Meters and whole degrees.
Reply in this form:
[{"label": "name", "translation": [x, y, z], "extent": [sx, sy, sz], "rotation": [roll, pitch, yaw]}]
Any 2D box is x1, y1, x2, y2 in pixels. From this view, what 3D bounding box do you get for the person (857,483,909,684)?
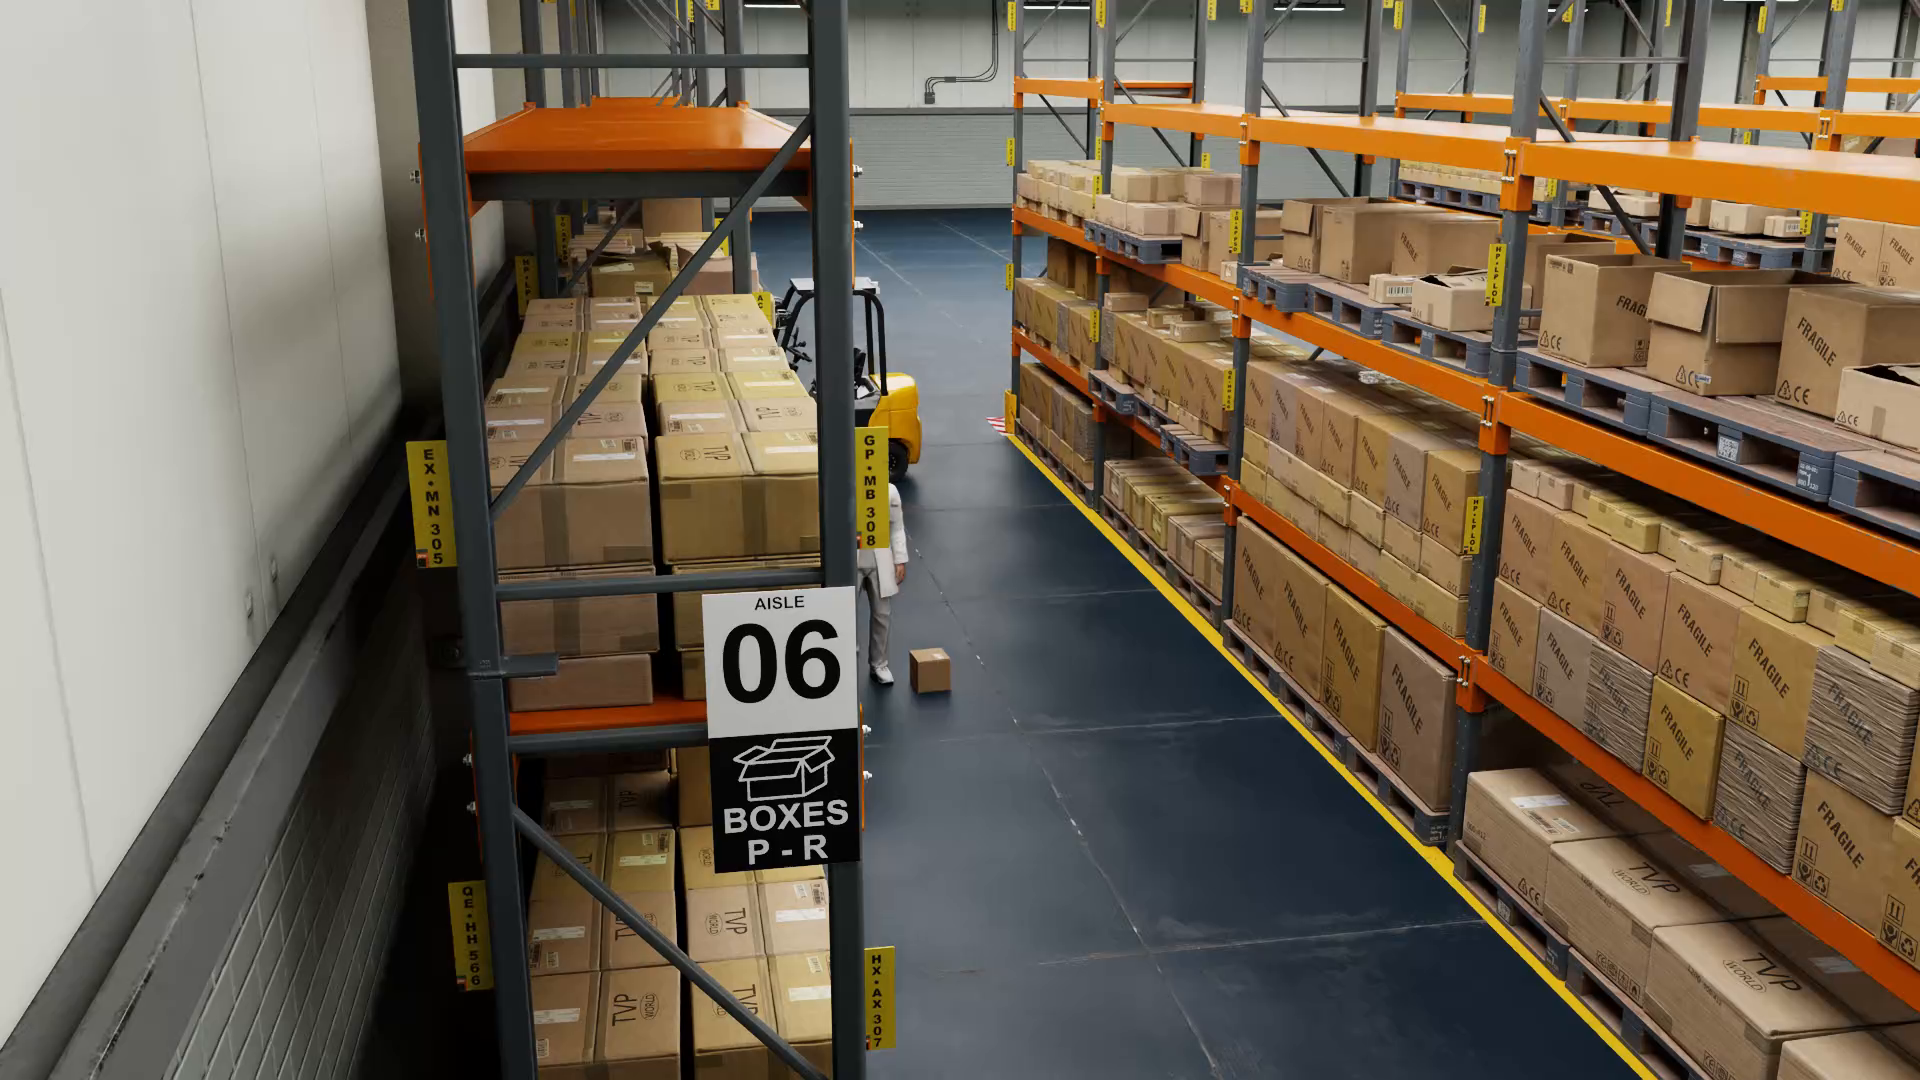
[{"label": "person", "translation": [-0.702, 0.196, 12.384], "extent": [0.653, 1.774, 0.423], "rotation": [-4, 17, -12]}]
